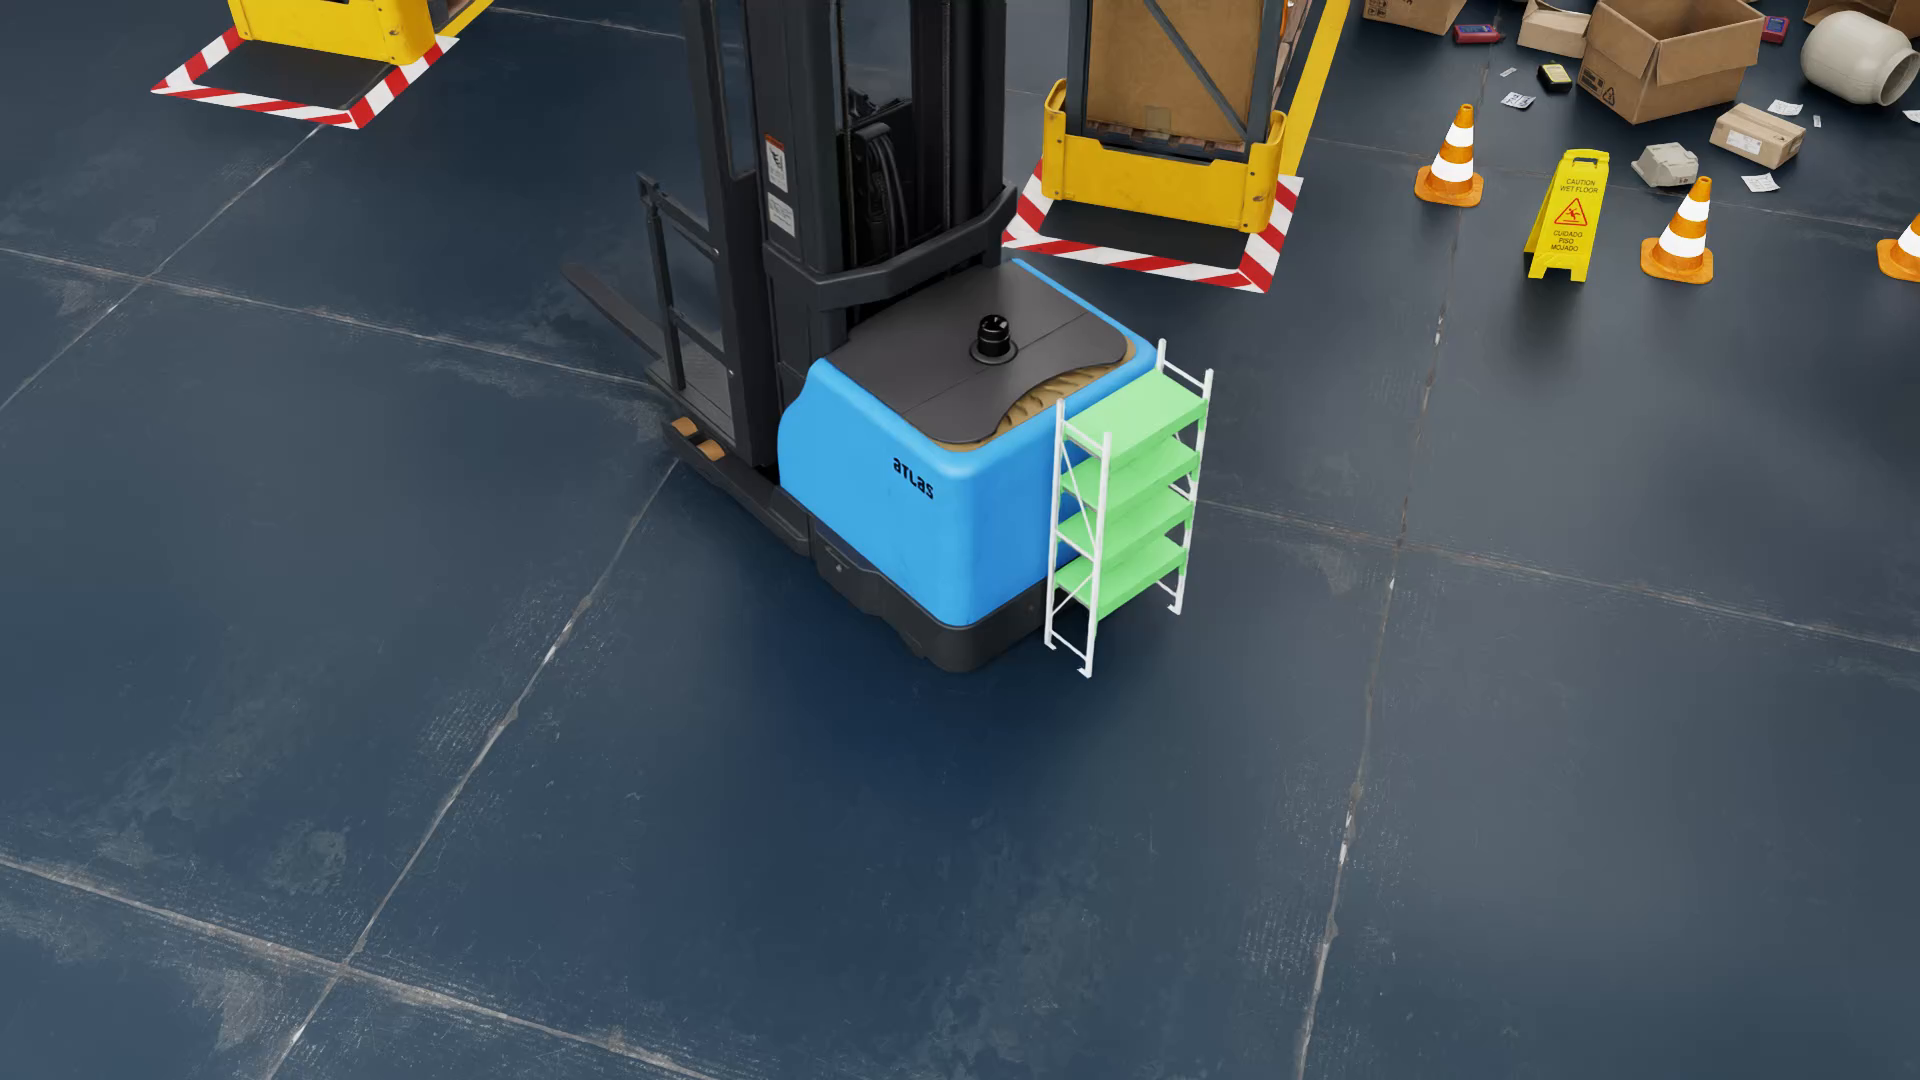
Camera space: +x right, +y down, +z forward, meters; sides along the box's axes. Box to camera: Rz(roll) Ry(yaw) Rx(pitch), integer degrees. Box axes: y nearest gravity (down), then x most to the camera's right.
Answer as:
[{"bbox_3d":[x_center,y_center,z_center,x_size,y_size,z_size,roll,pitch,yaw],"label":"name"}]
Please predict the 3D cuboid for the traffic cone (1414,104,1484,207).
[{"bbox_3d":[2.533,-1.994,8.457,0.336,0.463,0.334,13,46,13],"label":"traffic cone"}]

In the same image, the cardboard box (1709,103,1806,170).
[{"bbox_3d":[4.239,-2.149,8.840,0.250,0.149,0.380,-33,53,-29],"label":"cardboard box"}]

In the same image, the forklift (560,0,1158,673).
[{"bbox_3d":[-0.616,-1.512,6.200,1.130,2.935,3.031,-31,52,-28],"label":"forklift"}]

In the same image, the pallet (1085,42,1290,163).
[{"bbox_3d":[1.186,-2.401,9.052,1.003,0.211,1.213,13,46,13],"label":"pallet"}]

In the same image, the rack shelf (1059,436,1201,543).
[{"bbox_3d":[0.589,-0.215,5.860,0.480,0.148,0.258,-32,53,-28],"label":"rack shelf"}]

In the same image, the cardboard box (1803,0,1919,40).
[{"bbox_3d":[5.357,-3.214,9.676,0.500,0.500,0.500,-24,49,-22],"label":"cardboard box"}]

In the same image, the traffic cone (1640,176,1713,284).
[{"bbox_3d":[3.507,-1.528,7.981,0.336,0.463,0.334,13,46,13],"label":"traffic cone"}]

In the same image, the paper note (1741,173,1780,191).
[{"bbox_3d":[4.156,-1.857,8.626,0.148,0.019,0.142,-2,44,-2],"label":"paper note"}]

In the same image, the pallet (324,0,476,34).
[{"bbox_3d":[-3.375,-3.554,10.231,1.003,0.211,1.213,13,46,13],"label":"pallet"}]

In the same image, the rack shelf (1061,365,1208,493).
[{"bbox_3d":[0.589,-0.387,5.692,0.480,0.148,0.258,-32,53,-28],"label":"rack shelf"}]

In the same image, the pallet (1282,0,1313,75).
[{"bbox_3d":[1.558,-3.211,9.881,1.003,0.211,1.213,13,46,13],"label":"pallet"}]

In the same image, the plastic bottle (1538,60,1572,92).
[{"bbox_3d":[3.349,-2.626,9.390,0.133,0.061,0.283,-2,44,-2],"label":"plastic bottle"}]

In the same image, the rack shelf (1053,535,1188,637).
[{"bbox_3d":[0.589,0.128,6.196,0.480,0.148,0.258,-32,53,-28],"label":"rack shelf"}]

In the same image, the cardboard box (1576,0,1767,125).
[{"bbox_3d":[3.886,-2.681,9.130,0.797,0.503,0.637,-16,47,-16],"label":"cardboard box"}]

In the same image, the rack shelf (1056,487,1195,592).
[{"bbox_3d":[0.589,-0.043,6.028,0.480,0.148,0.258,-32,53,-28],"label":"rack shelf"}]

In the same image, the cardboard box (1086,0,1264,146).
[{"bbox_3d":[1.161,-2.704,8.588,0.875,0.875,0.875,13,46,13],"label":"cardboard box"}]

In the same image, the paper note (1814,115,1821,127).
[{"bbox_3d":[4.681,-2.287,9.080,0.032,0.001,0.123,13,46,13],"label":"paper note"}]

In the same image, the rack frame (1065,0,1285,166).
[{"bbox_3d":[1.019,-2.848,7.515,1.000,3.000,0.127,13,46,13],"label":"rack frame"}]

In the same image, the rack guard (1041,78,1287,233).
[{"bbox_3d":[1.012,-1.938,8.373,1.175,0.500,0.348,13,46,13],"label":"rack guard"}]

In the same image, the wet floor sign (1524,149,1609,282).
[{"bbox_3d":[2.897,-1.568,7.891,0.267,0.644,0.232,5,45,5],"label":"wet floor sign"}]

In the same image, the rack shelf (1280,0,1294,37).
[{"bbox_3d":[1.625,-3.924,9.129,1.077,0.370,4.000,13,46,13],"label":"rack shelf"}]

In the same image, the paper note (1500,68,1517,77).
[{"bbox_3d":[3.120,-2.663,9.464,0.123,0.001,0.032,-33,53,-29],"label":"paper note"}]

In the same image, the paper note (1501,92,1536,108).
[{"bbox_3d":[3.099,-2.444,9.227,0.144,0.017,0.142,28,51,26],"label":"paper note"}]

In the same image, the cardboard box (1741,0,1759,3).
[{"bbox_3d":[4.686,-3.467,10.103,0.258,0.266,0.396,-16,47,-16],"label":"cardboard box"}]

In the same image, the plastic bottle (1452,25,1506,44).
[{"bbox_3d":[3.041,-2.962,9.733,0.283,0.061,0.133,-2,44,-2],"label":"plastic bottle"}]

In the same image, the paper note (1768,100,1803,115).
[{"bbox_3d":[4.556,-2.388,9.176,0.148,0.019,0.142,28,51,26],"label":"paper note"}]

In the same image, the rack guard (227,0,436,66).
[{"bbox_3d":[-3.655,-3.123,9.584,1.175,0.500,0.348,13,46,13],"label":"rack guard"}]

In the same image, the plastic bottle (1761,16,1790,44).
[{"bbox_3d":[4.800,-3.020,9.792,0.133,0.061,0.283,20,48,19],"label":"plastic bottle"}]

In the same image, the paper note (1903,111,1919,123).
[{"bbox_3d":[5.264,-2.319,9.098,0.142,0.019,0.148,-2,44,-2],"label":"paper note"}]

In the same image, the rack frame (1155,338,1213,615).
[{"bbox_3d":[0.772,-0.202,6.099,0.015,1.200,0.240,-32,53,-28],"label":"rack frame"}]

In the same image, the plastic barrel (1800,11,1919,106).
[{"bbox_3d":[4.950,-2.643,9.149,0.421,0.421,0.512,-24,49,-22],"label":"plastic barrel"}]

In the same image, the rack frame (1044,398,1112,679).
[{"bbox_3d":[0.407,0.024,5.867,0.015,1.200,0.240,-32,53,-28],"label":"rack frame"}]

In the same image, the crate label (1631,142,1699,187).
[{"bbox_3d":[3.686,-1.949,8.644,0.250,0.136,0.298,-9,45,-9],"label":"crate label"}]

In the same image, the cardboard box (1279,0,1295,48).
[{"bbox_3d":[1.426,-3.291,9.188,0.875,0.875,0.875,12,46,12],"label":"cardboard box"}]

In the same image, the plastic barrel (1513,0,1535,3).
[{"bbox_3d":[3.349,-3.512,10.036,0.421,0.421,0.512,-24,49,-22],"label":"plastic barrel"}]

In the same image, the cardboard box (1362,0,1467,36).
[{"bbox_3d":[2.738,-3.369,9.834,0.500,0.500,0.500,20,48,19],"label":"cardboard box"}]

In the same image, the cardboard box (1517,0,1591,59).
[{"bbox_3d":[3.465,-3.001,9.627,0.396,0.266,0.258,20,48,19],"label":"cardboard box"}]

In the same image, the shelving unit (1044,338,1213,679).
[{"bbox_3d":[0.589,-0.089,5.983,0.503,1.200,0.258,-32,53,-28],"label":"shelving unit"}]

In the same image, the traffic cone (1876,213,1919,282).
[{"bbox_3d":[4.668,-1.520,7.972,0.336,0.463,0.334,13,46,13],"label":"traffic cone"}]
